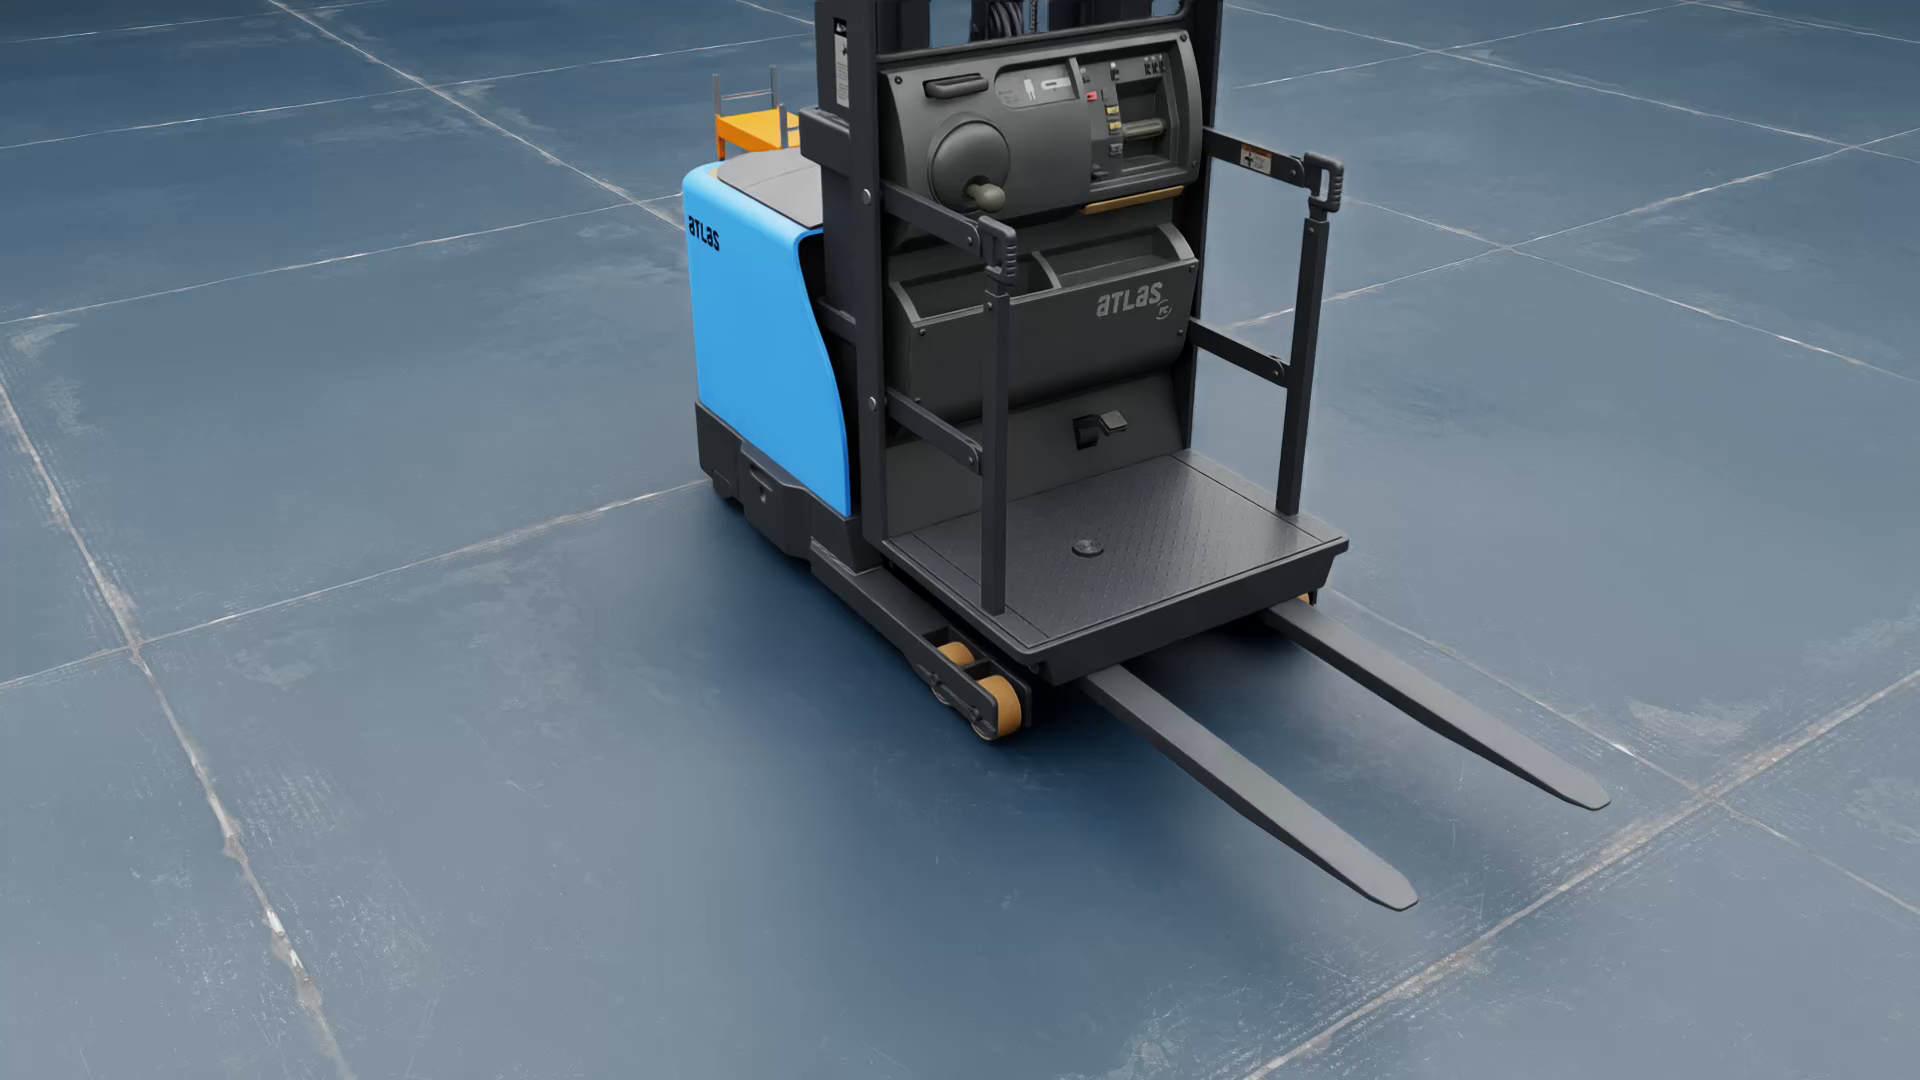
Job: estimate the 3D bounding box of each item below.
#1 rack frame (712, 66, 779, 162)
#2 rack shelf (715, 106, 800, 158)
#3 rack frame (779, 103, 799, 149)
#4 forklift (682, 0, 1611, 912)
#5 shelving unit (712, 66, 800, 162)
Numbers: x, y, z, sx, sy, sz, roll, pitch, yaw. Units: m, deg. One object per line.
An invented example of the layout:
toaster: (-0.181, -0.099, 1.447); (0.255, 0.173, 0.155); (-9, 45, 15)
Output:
rack frame: (-0.738, -1.082, 5.985); (0.240, 1.200, 0.015); (-17, 33, -29)
rack shelf: (-0.605, -1.330, 5.618); (0.258, 0.148, 0.480); (-17, 33, -29)
rack frame: (-0.472, -0.887, 5.626); (0.240, 1.200, 0.015); (-17, 33, -29)
forklift: (0.352, -1.029, 4.073); (1.130, 2.935, 3.031); (-17, 33, -29)
shelving unit: (-0.605, -0.984, 5.805); (0.258, 1.200, 0.503); (-17, 33, -29)
